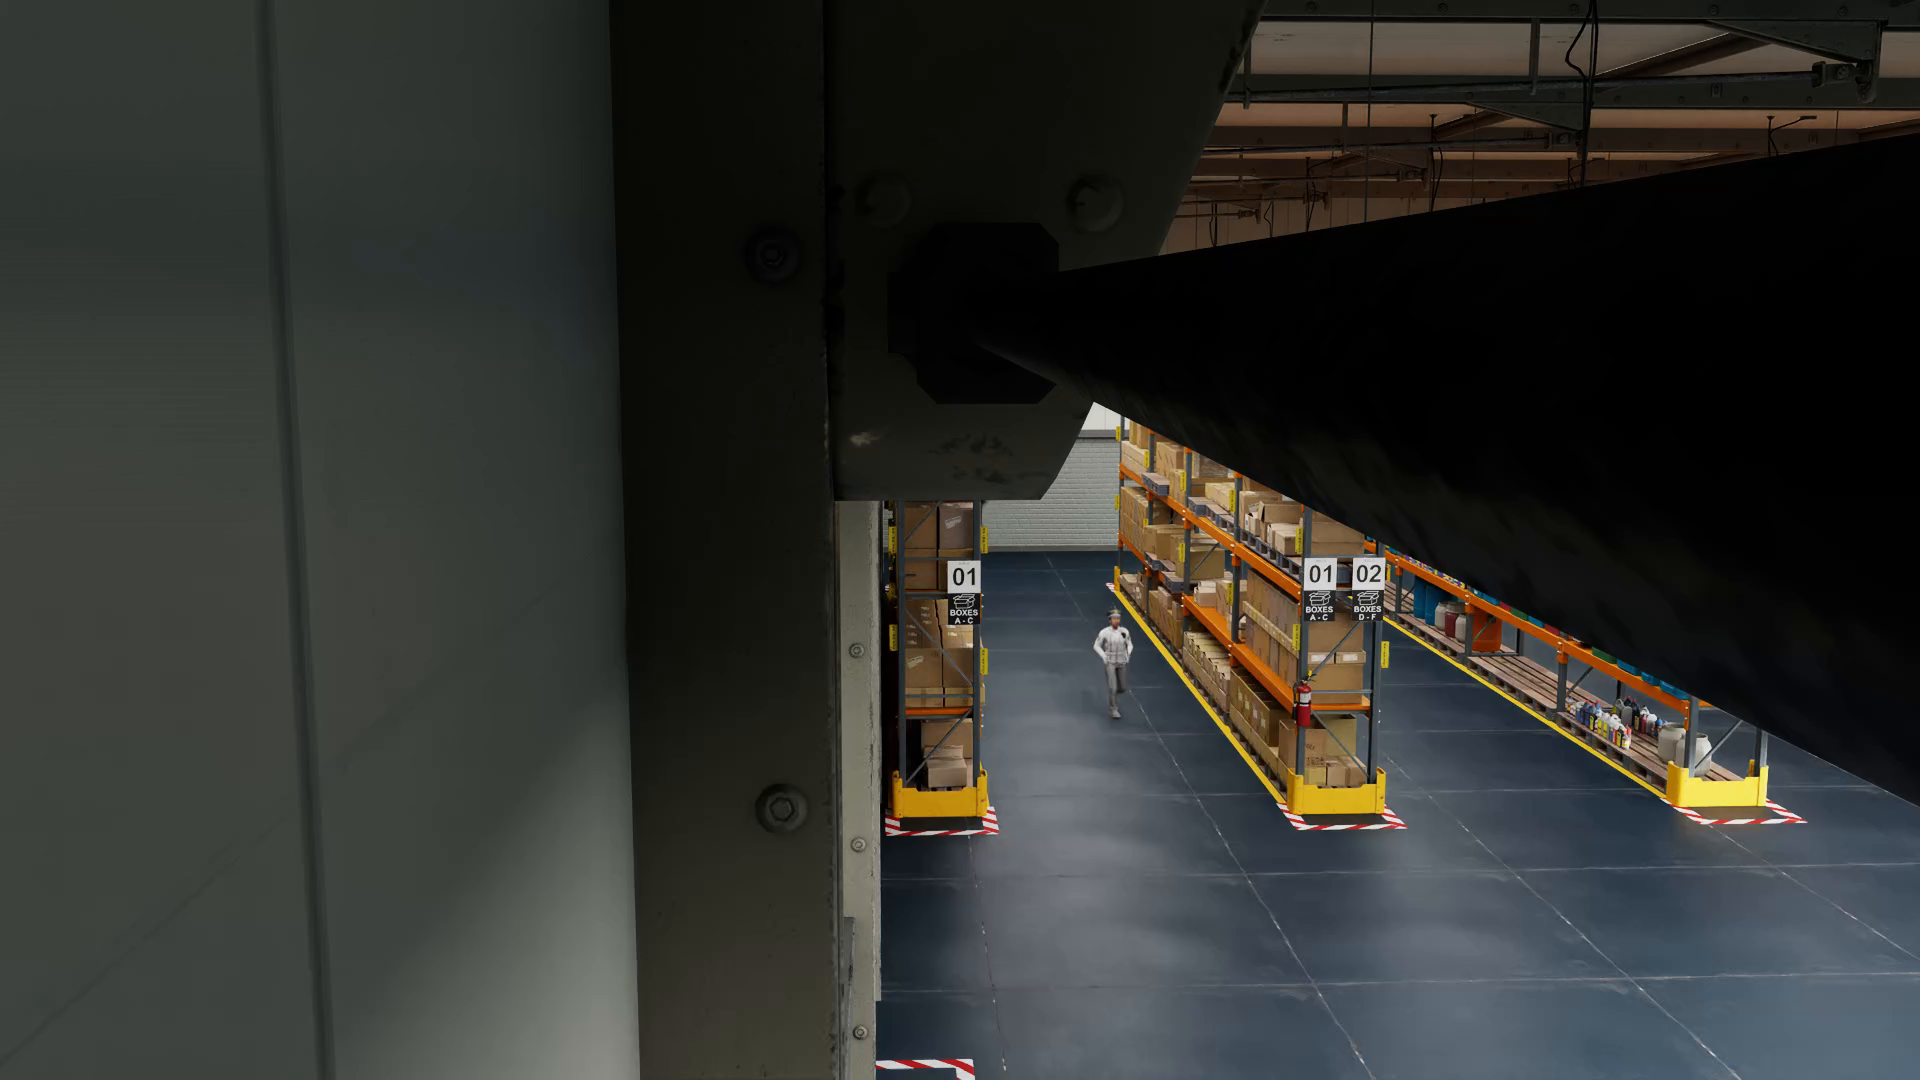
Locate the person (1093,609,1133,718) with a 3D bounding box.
[{"bbox_3d":[2.350,1.862,25.450,0.615,1.647,0.589,-1,8,-10],"label":"person"}]
